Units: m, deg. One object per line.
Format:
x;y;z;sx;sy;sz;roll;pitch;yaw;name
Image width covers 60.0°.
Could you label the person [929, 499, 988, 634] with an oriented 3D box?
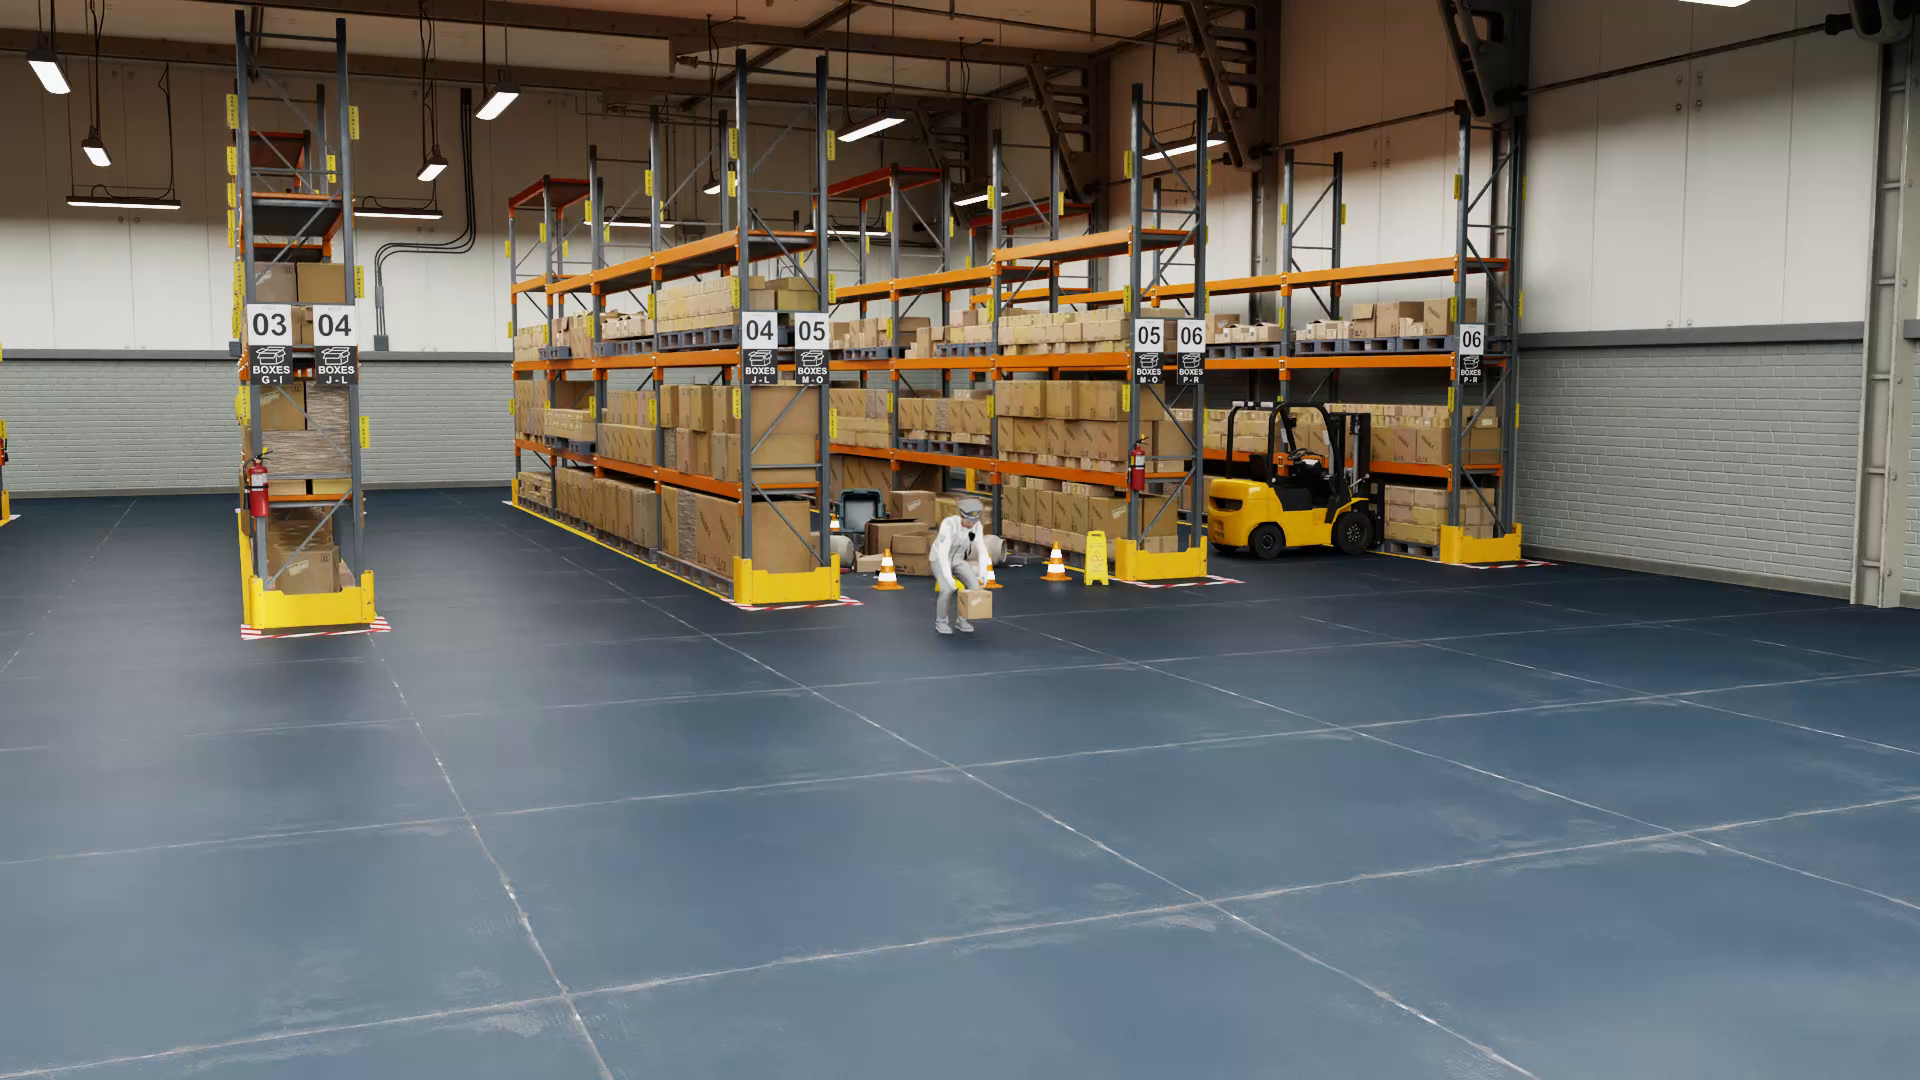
-0.002;0.248;16.252;0.534;1.322;0.737;-2;6;-24;person
